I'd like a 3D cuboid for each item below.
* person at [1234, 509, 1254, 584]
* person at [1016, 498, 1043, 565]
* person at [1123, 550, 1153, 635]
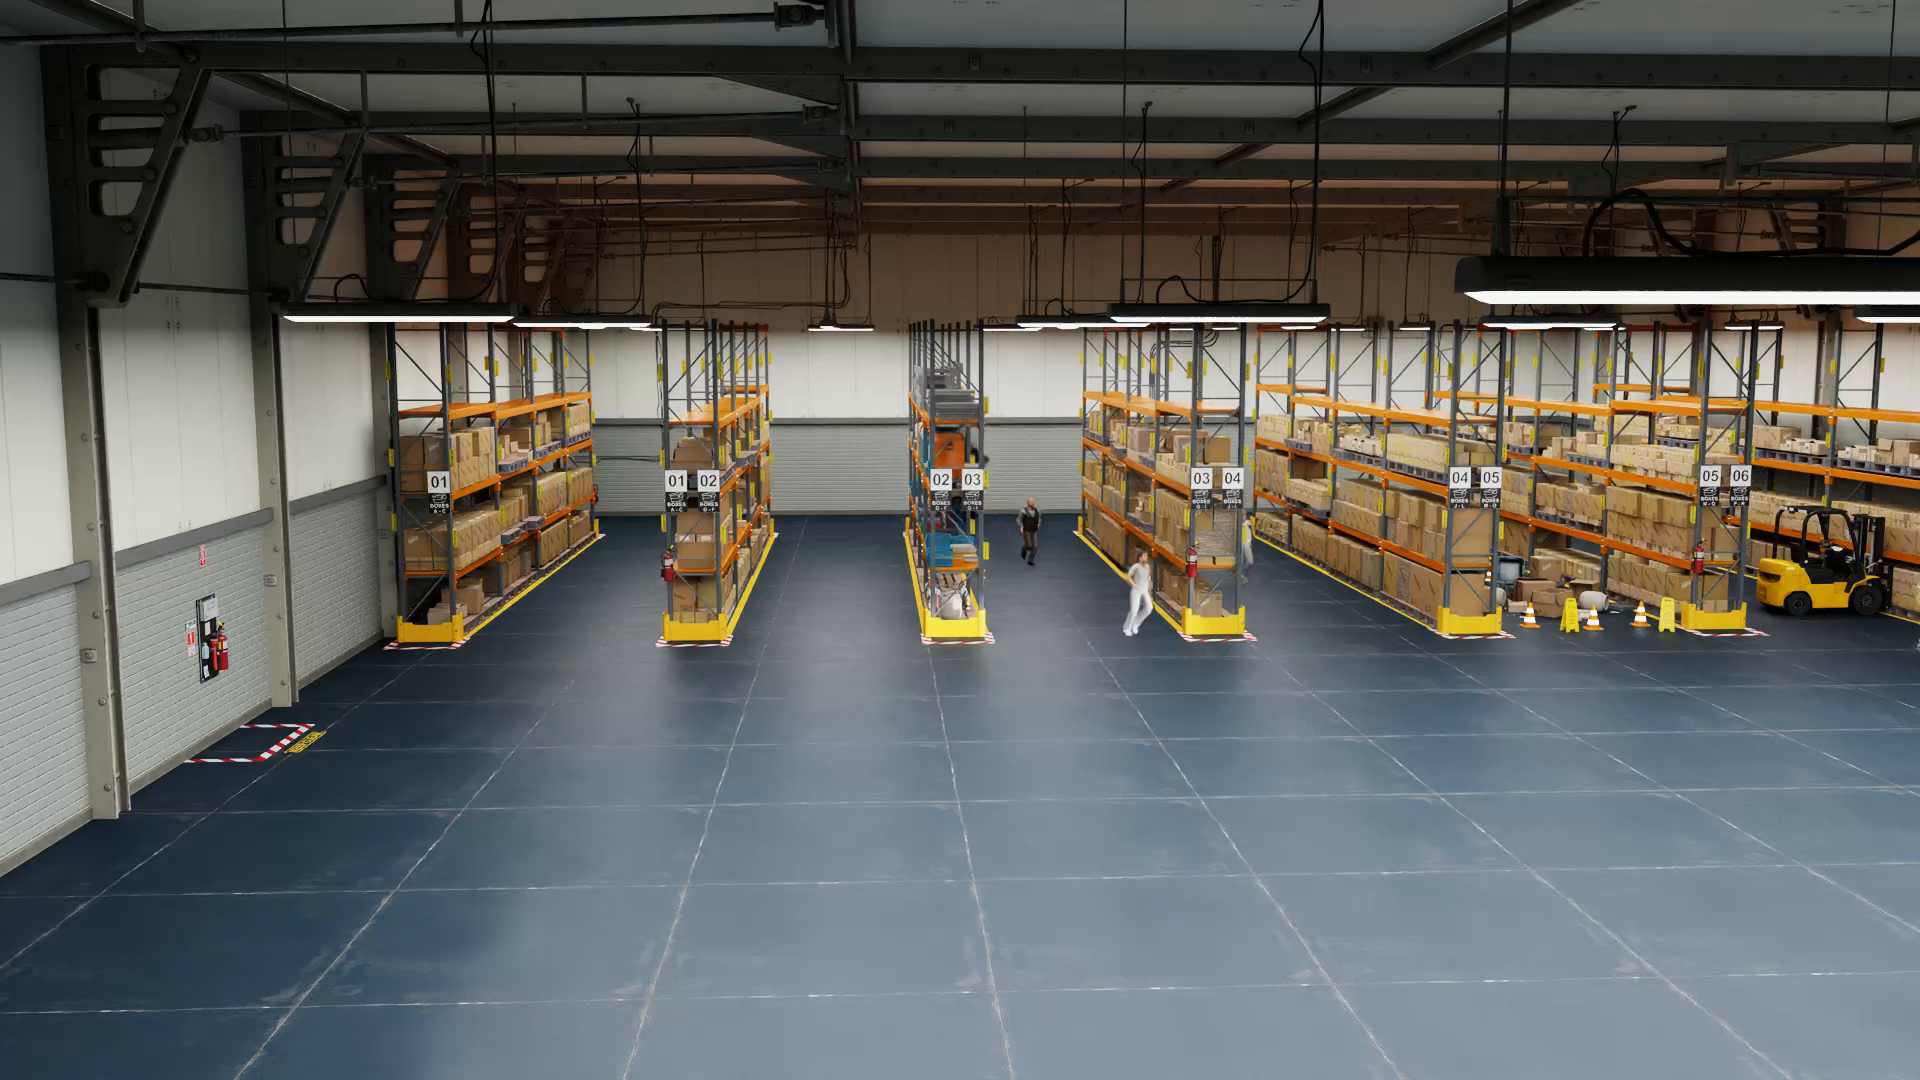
[{"bbox_3d":[6.468,0.160,38.058,0.668,1.765,0.628,-2,7,-14],"label":"person"},{"bbox_3d":[1.755,-0.212,41.377,0.657,1.672,0.582,-2,7,-17],"label":"person"},{"bbox_3d":[3.467,1.000,31.775,0.621,1.620,0.579,-4,8,-28],"label":"person"}]
